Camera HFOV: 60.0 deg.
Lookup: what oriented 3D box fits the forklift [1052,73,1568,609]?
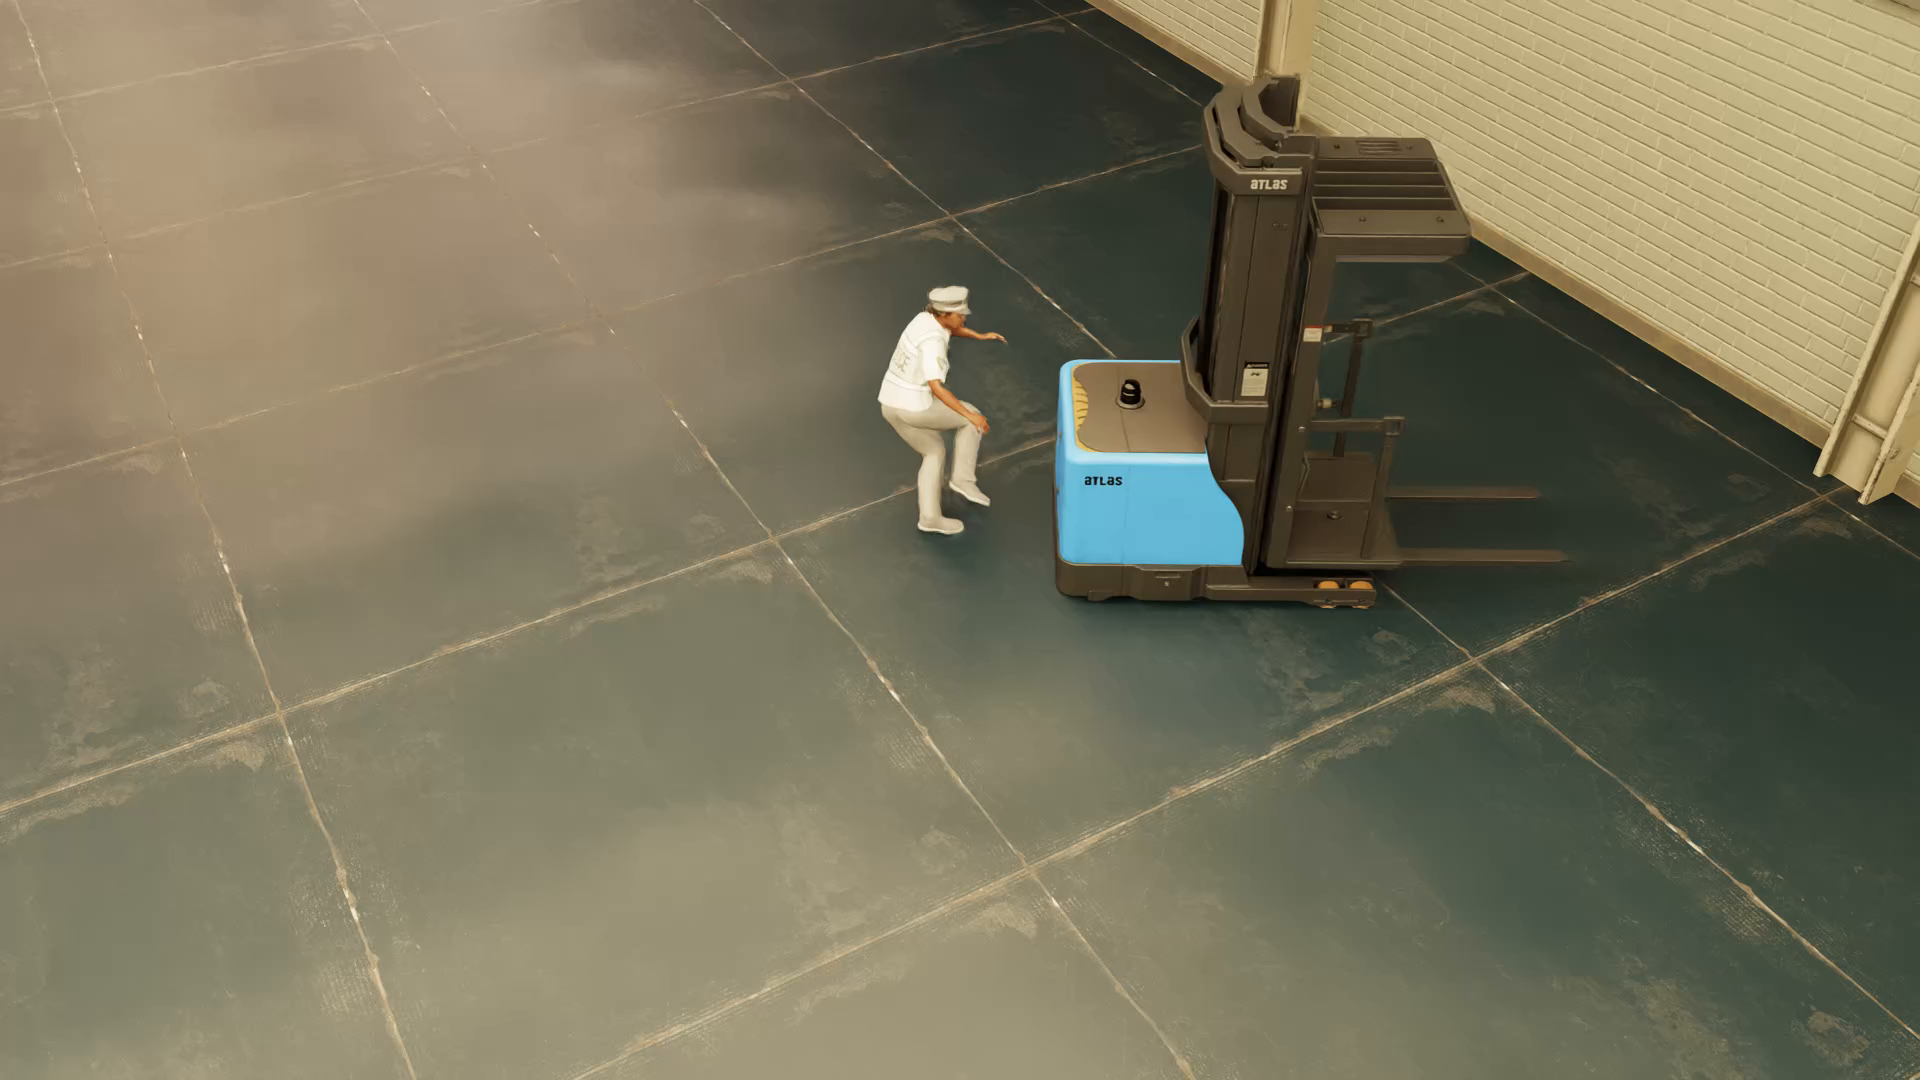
[{"bbox_3d":[2.093,-1.066,9.321,3.031,2.935,1.130,1,40,1],"label":"forklift"}]

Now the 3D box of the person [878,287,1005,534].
[{"bbox_3d":[-0.046,-0.841,10.242,0.848,1.432,0.899,-18,43,-21],"label":"person"}]
